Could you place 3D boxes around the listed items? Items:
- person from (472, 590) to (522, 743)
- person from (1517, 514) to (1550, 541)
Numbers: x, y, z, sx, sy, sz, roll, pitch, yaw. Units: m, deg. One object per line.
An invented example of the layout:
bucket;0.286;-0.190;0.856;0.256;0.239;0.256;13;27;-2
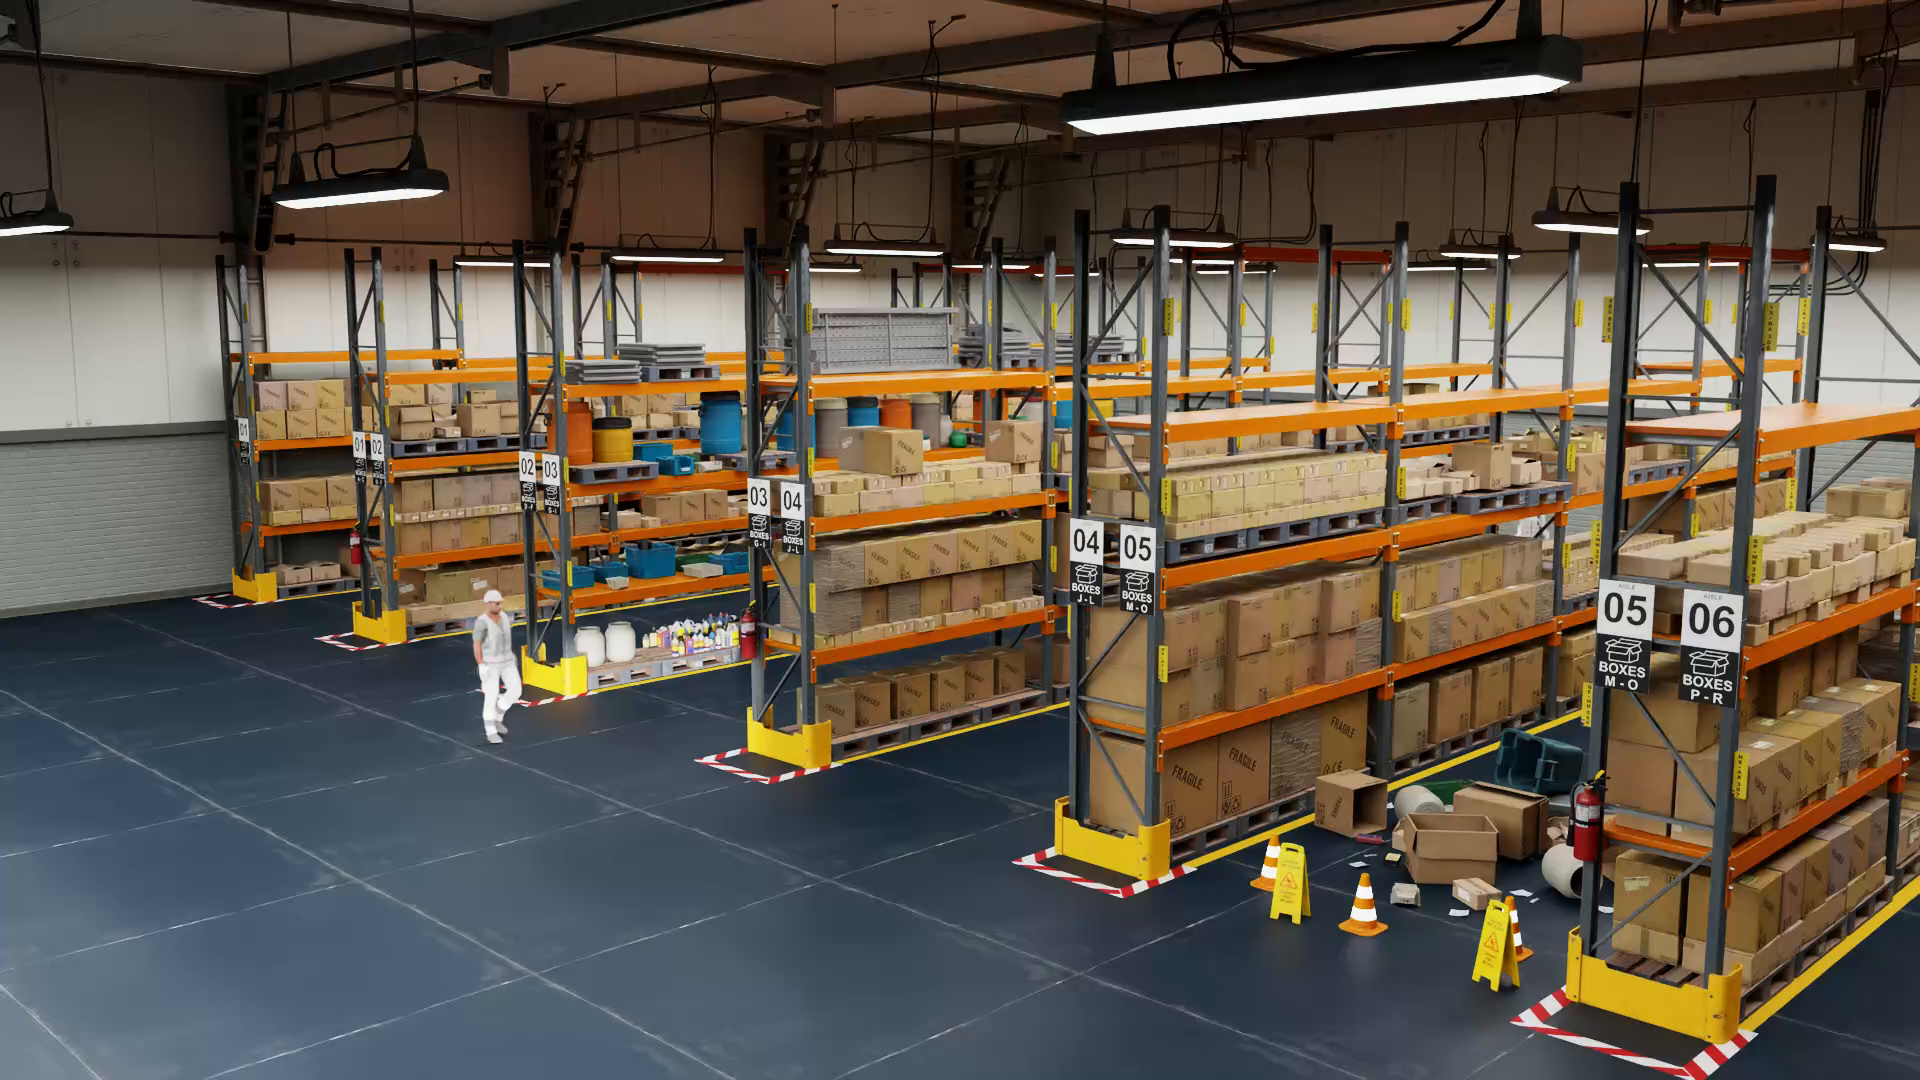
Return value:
person;-5.515;1.478;19.803;0.522;1.787;0.705;5;10;32
person;10.675;-0.022;30.963;0.607;1.634;0.991;2;8;12
